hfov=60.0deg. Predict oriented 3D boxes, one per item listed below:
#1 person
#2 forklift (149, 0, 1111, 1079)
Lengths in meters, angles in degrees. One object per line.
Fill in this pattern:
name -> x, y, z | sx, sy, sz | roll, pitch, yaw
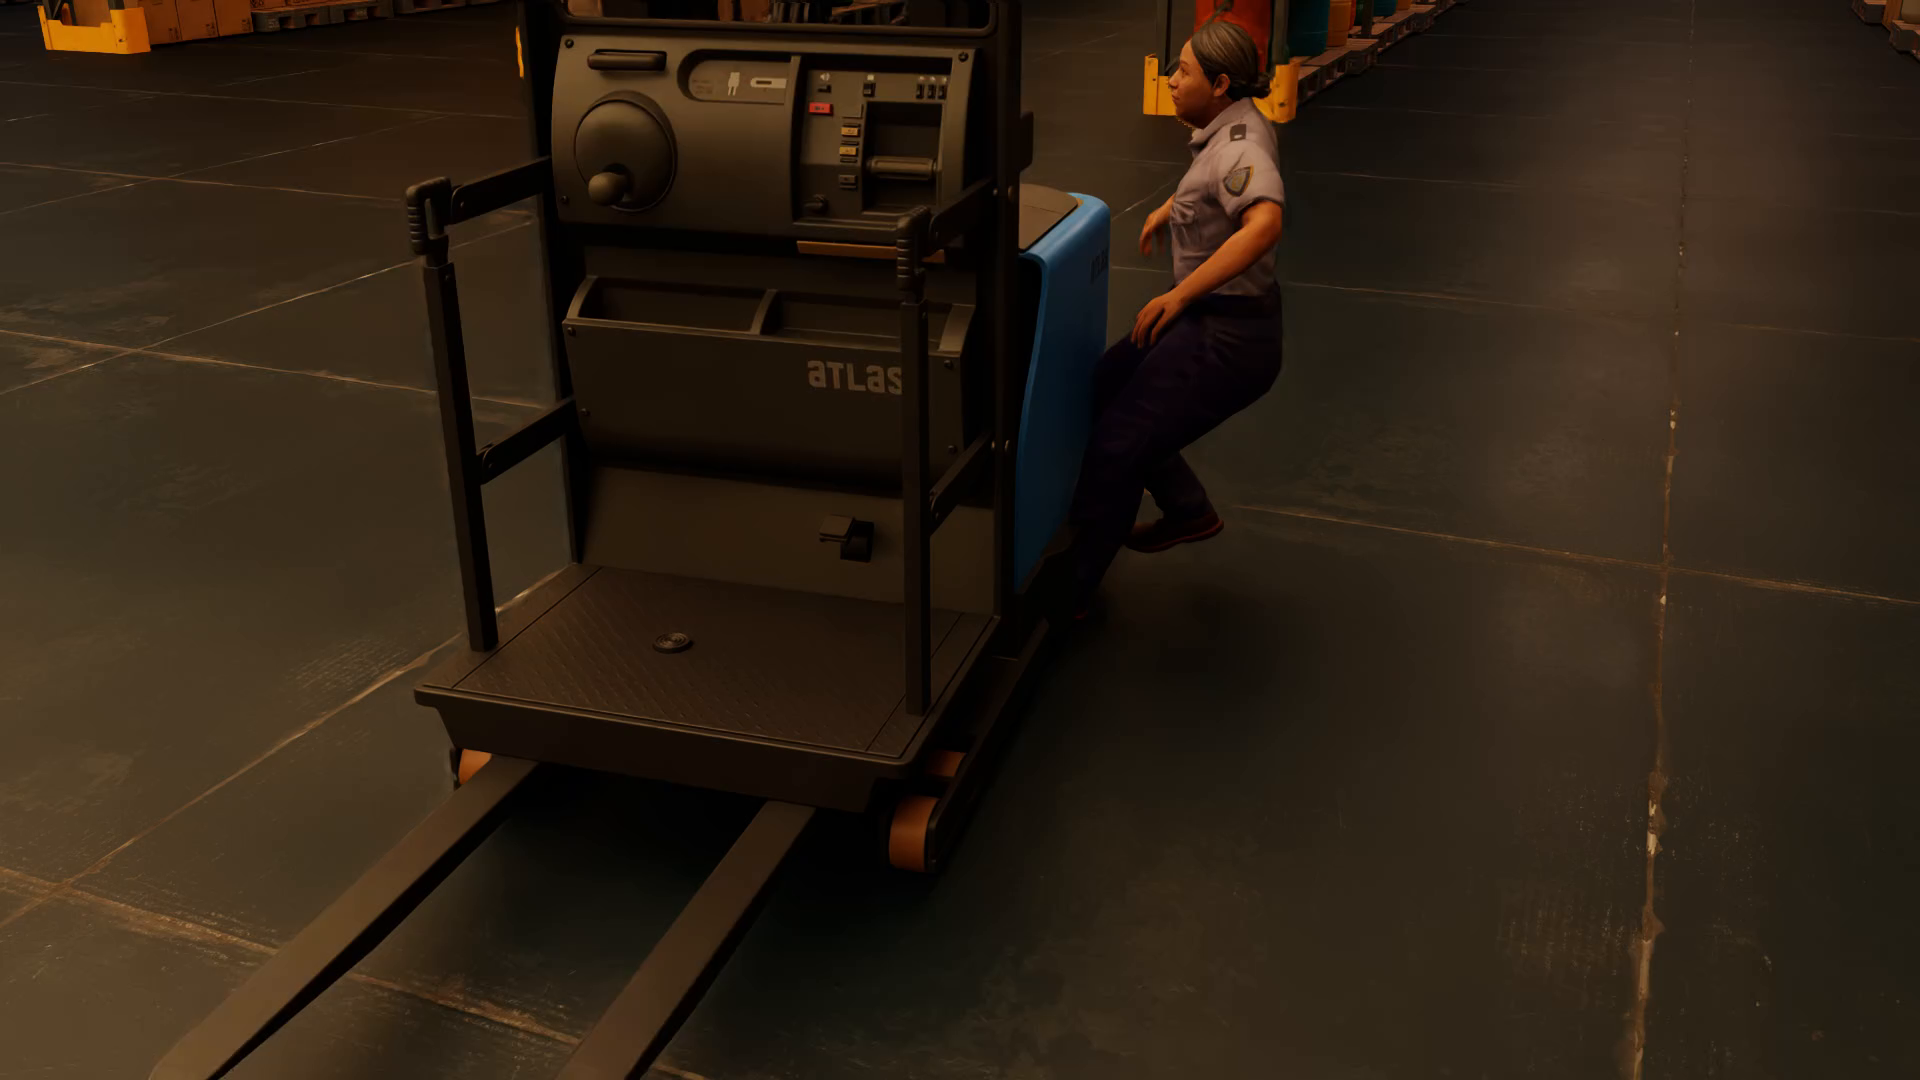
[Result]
person -> 0.463, -0.557, 4.359 | 0.763, 1.543, 0.957 | 4, 23, 10
forklift -> -0.482, -0.832, 3.282 | 1.130, 2.935, 3.031 | 7, 24, 15
